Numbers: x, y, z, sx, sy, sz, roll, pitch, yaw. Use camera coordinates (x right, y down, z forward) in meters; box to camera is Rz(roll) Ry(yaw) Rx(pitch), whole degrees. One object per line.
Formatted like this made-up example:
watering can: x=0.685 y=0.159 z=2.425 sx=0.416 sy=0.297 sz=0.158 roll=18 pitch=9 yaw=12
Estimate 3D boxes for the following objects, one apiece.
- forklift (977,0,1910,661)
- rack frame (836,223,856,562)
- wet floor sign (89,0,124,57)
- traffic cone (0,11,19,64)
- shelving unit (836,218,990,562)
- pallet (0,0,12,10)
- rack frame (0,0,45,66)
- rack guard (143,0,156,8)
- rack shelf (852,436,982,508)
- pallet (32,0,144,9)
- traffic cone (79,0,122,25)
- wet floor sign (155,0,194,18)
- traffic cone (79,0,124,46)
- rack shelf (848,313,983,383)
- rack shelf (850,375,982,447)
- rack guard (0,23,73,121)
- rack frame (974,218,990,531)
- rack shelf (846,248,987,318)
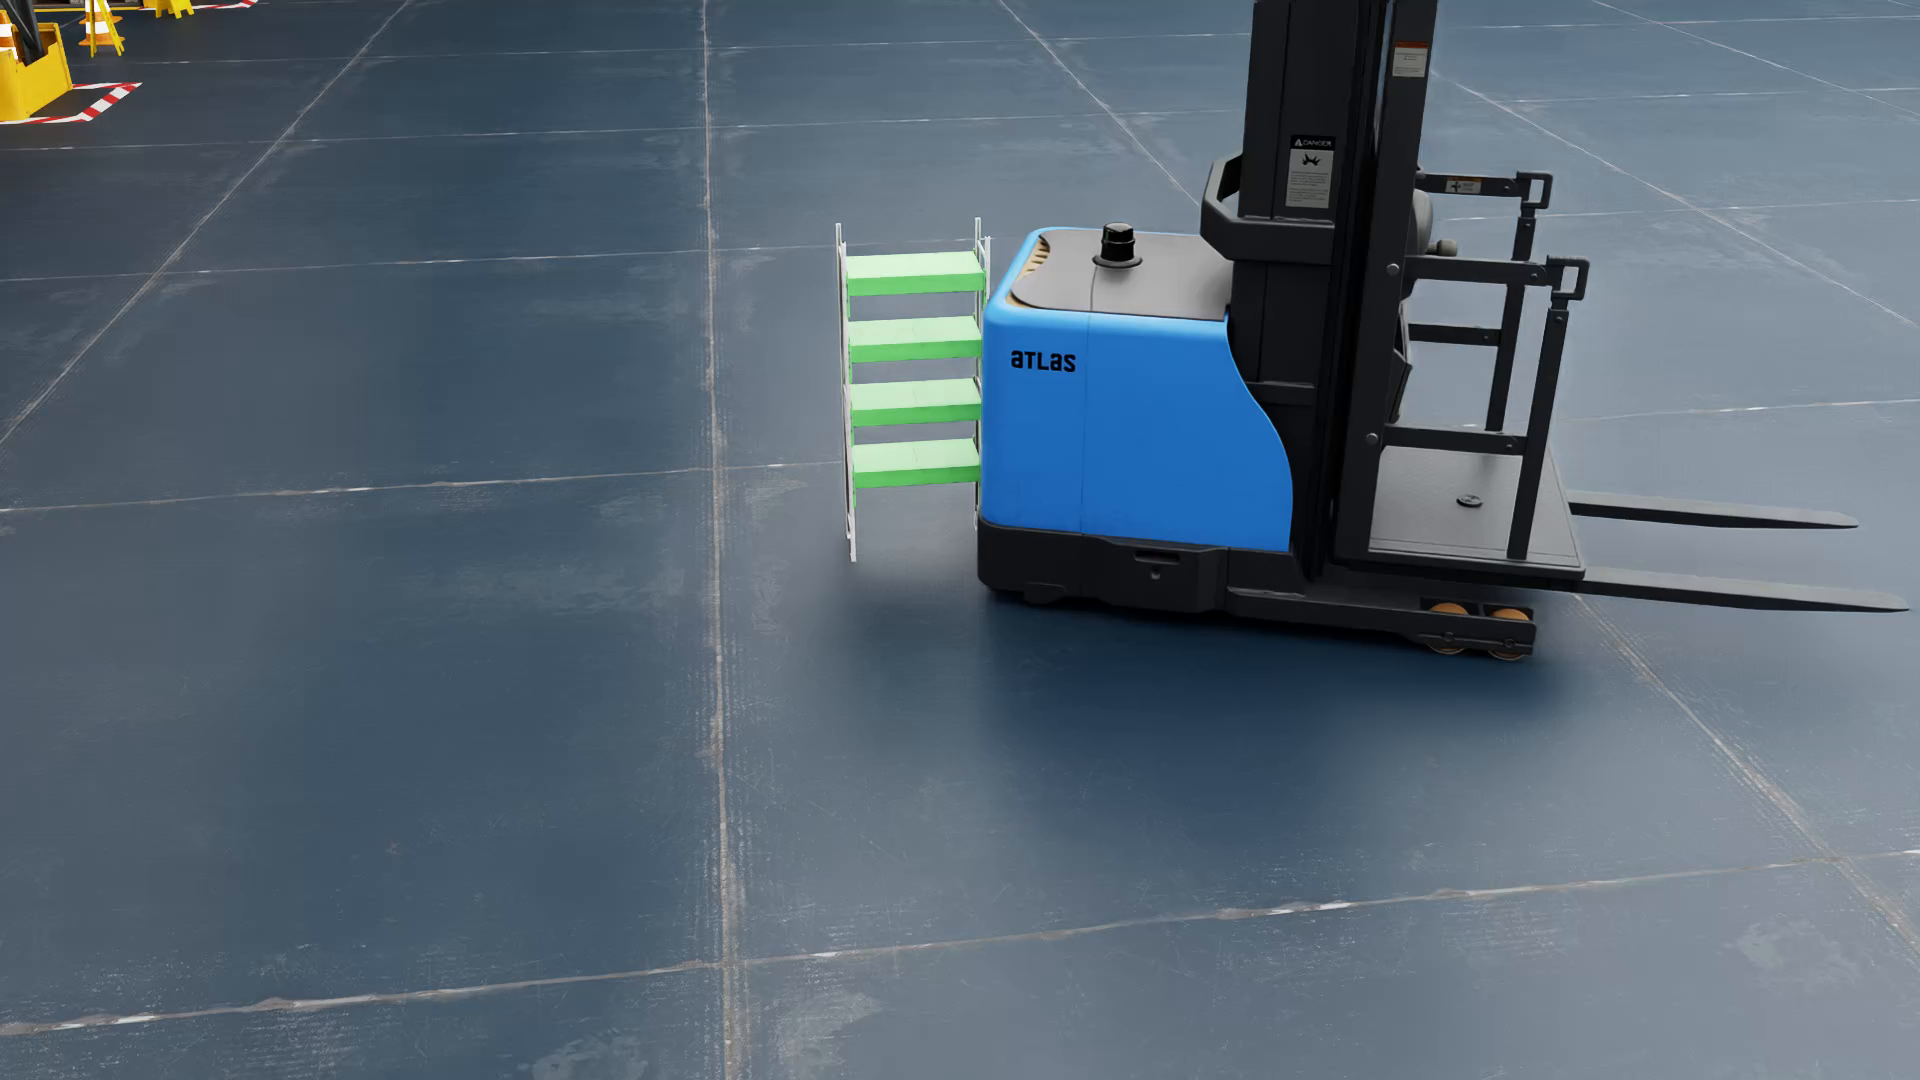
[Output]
forklift: x=1.631 y=-1.173 z=5.325 sx=3.031 sy=2.935 sz=1.130 roll=5 pitch=28 yaw=10
rack frame: x=-0.406 y=-0.508 z=5.925 sx=0.015 sy=1.200 sz=0.240 roll=-4 pitch=27 yaw=-7
wet floor sign: x=-7.446 y=-4.535 z=14.382 sx=0.232 sy=0.644 sz=0.267 roll=-8 pitch=28 yaw=-16
traffic cone: x=-7.922 y=-4.165 z=13.861 sx=0.334 sy=0.463 sz=0.336 roll=-4 pitch=27 yaw=-7
shelving unit: x=-0.164 y=-0.523 z=5.956 sx=0.503 sy=1.200 sz=0.258 roll=-4 pitch=27 yaw=-7
pallet: x=-10.079 y=-5.560 z=16.855 sx=1.213 sy=0.211 sz=1.003 roll=-4 pitch=27 yaw=-7
rack frame: x=-7.199 y=-4.686 z=12.097 sx=0.127 sy=3.000 sz=1.000 roll=-4 pitch=27 yaw=-7
rack guard: x=-8.064 y=-5.800 z=17.007 sx=0.348 sy=0.500 sz=1.175 roll=-4 pitch=27 yaw=-7
rack shelf: x=-0.164 y=-0.253 z=6.094 sx=0.480 sy=0.148 sz=0.258 roll=-4 pitch=27 yaw=-7
pallet: x=-8.873 y=-5.636 z=17.003 sx=1.213 sy=0.211 sz=1.003 roll=-4 pitch=27 yaw=-7
traffic cone: x=-8.235 y=-5.178 z=15.835 sx=0.334 sy=0.463 sz=0.336 roll=-4 pitch=27 yaw=-7
wet floor sign: x=-7.651 y=-5.398 z=16.064 sx=0.232 sy=0.644 sz=0.267 roll=6 pitch=28 yaw=11
traffic cone: x=-7.743 y=-4.698 z=14.899 sx=0.334 sy=0.463 sz=0.336 roll=-4 pitch=27 yaw=-7
rack shelf: x=-0.164 y=-0.680 z=5.875 sx=0.480 sy=0.148 sz=0.258 roll=-4 pitch=27 yaw=-7
rack shelf: x=-0.164 y=-0.466 z=5.985 sx=0.480 sy=0.148 sz=0.258 roll=-4 pitch=27 yaw=-7
rack guard: x=-7.175 y=-3.575 z=12.670 sx=0.348 sy=0.500 sz=1.175 roll=-4 pitch=27 yaw=-7
rack frame: x=0.078 y=-0.539 z=5.986 sx=0.015 sy=1.200 sz=0.240 roll=-4 pitch=27 yaw=-7
rack shelf: x=-0.164 y=-0.894 z=5.766 sx=0.480 sy=0.148 sz=0.258 roll=-4 pitch=27 yaw=-7
